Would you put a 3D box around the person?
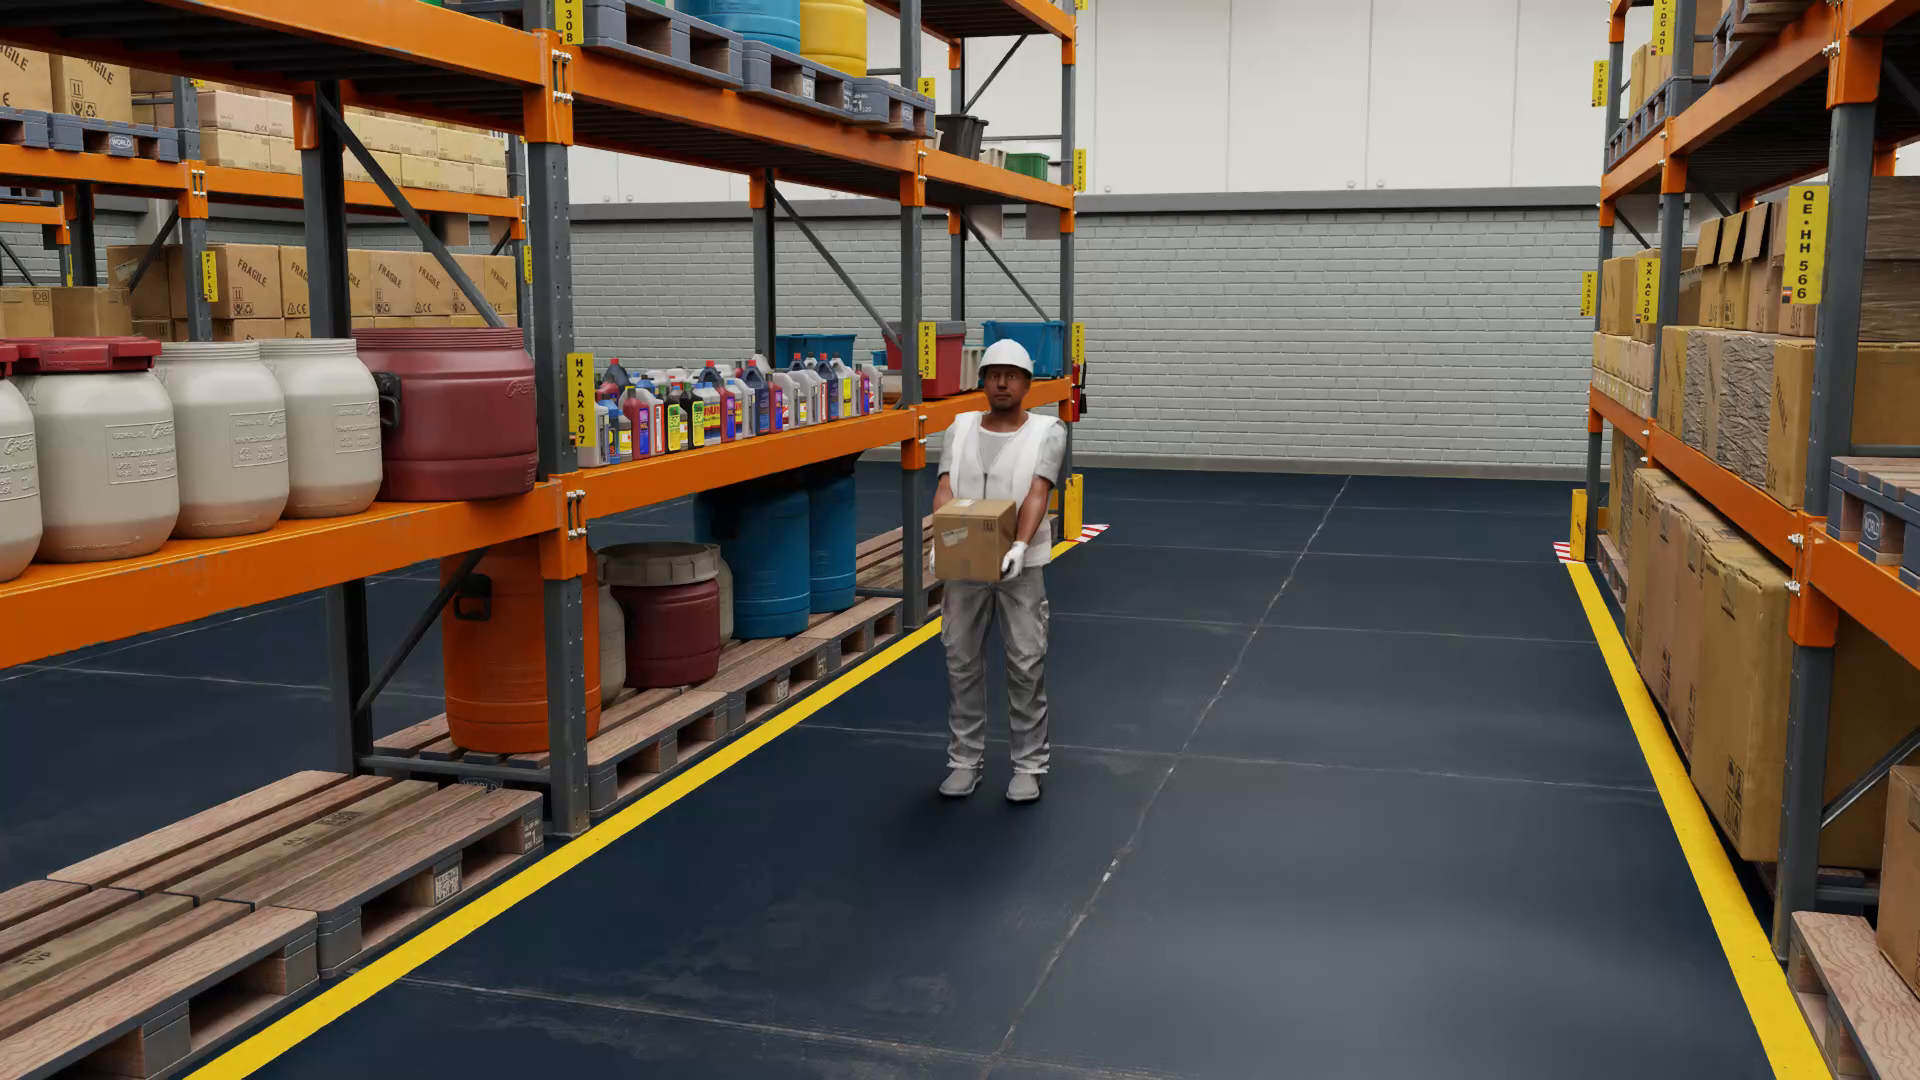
[{"bbox_3d":[0.128,0.098,6.390,0.488,1.720,0.569,3,9,17],"label":"person"}]
